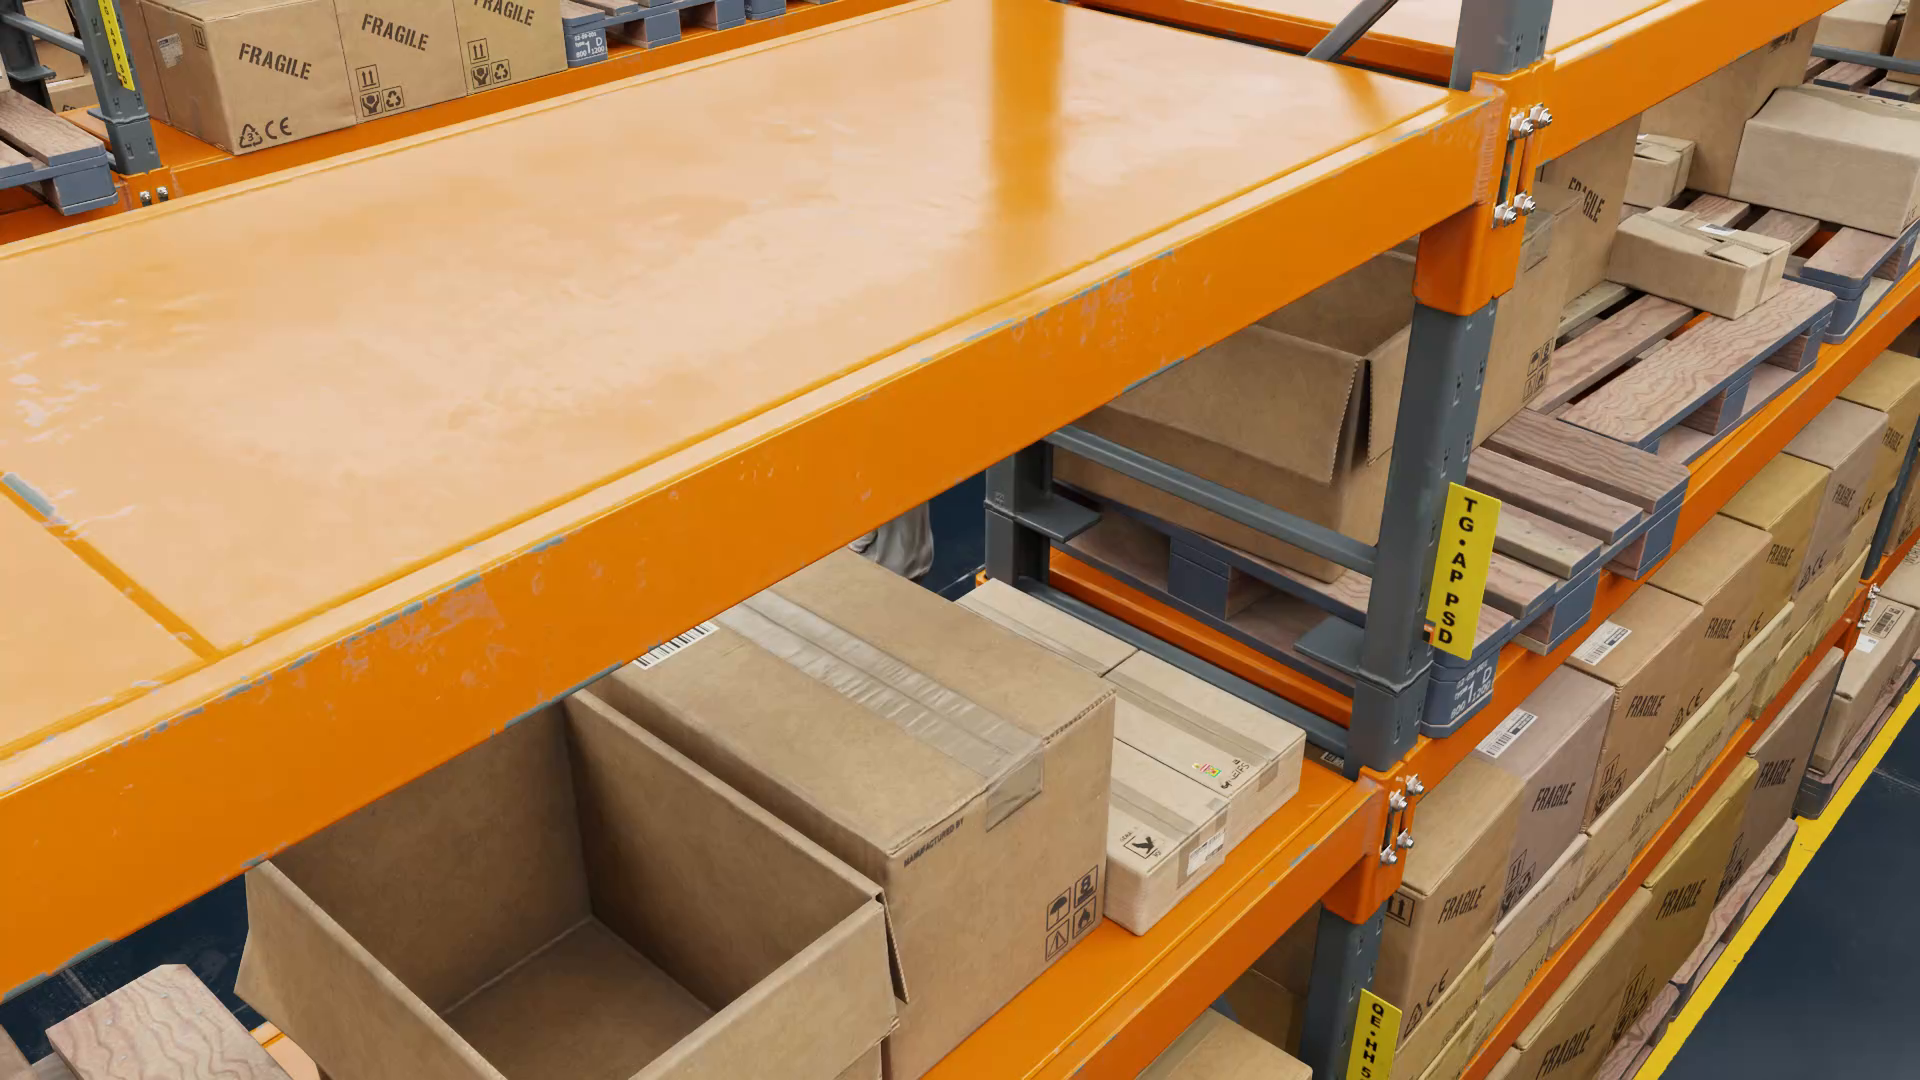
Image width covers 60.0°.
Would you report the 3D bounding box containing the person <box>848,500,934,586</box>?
[{"bbox_3d":[-0.312,0.088,7.496,0.359,1.601,0.446,25,39,34],"label":"person"}]
